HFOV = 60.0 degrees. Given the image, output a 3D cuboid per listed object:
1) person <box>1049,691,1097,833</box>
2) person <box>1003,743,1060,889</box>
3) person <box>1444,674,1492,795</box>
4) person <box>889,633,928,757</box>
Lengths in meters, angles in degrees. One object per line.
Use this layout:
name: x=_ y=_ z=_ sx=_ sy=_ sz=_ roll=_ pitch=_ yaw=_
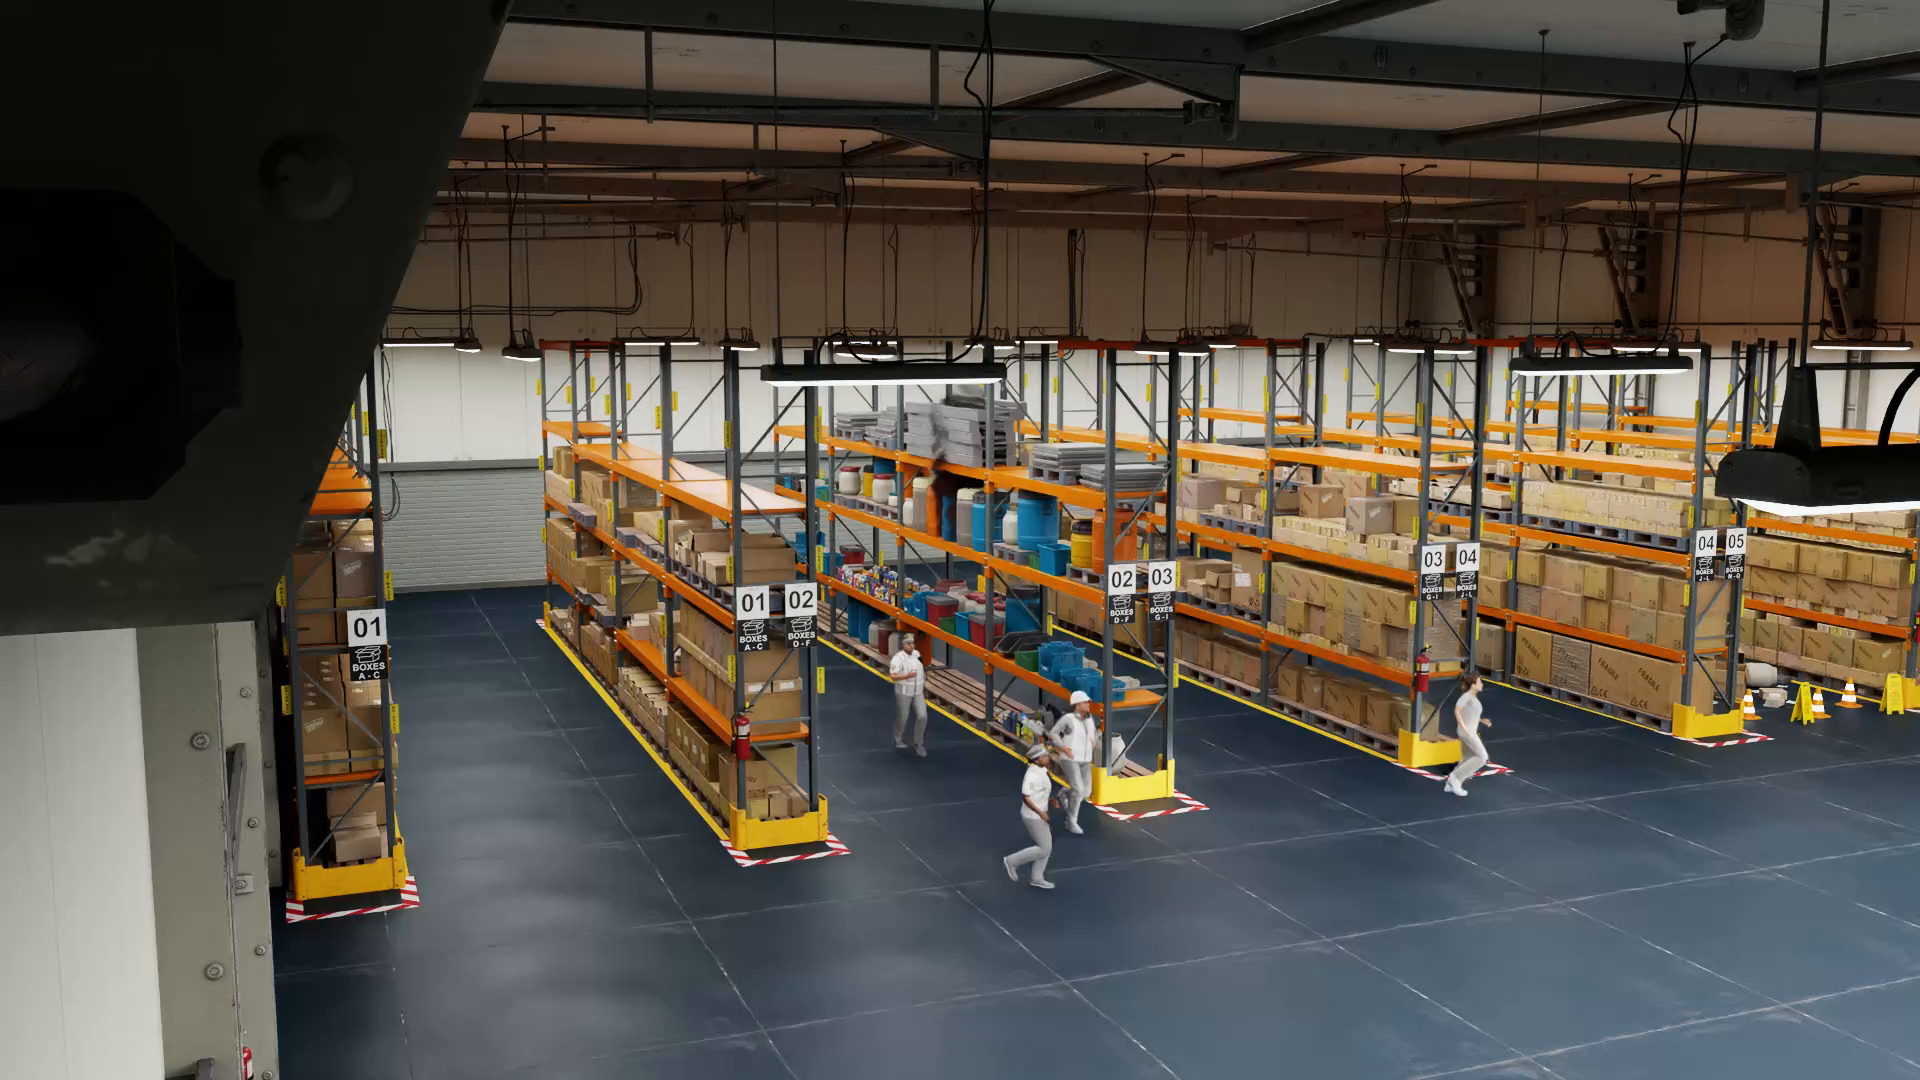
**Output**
person: x=1.479 y=2.768 z=21.096 sx=0.688 sy=1.726 sz=0.767 roll=-6 pitch=9 yaw=-37
person: x=0.813 y=3.093 z=18.732 sx=0.609 sy=1.678 sz=0.576 roll=1 pitch=8 yaw=8
person: x=6.892 y=2.619 z=22.500 sx=0.562 sy=1.613 sz=0.603 roll=3 pitch=8 yaw=23
person: x=-0.749 y=2.277 z=24.516 sx=0.640 sy=1.845 sz=0.755 roll=-4 pitch=8 yaw=-28
